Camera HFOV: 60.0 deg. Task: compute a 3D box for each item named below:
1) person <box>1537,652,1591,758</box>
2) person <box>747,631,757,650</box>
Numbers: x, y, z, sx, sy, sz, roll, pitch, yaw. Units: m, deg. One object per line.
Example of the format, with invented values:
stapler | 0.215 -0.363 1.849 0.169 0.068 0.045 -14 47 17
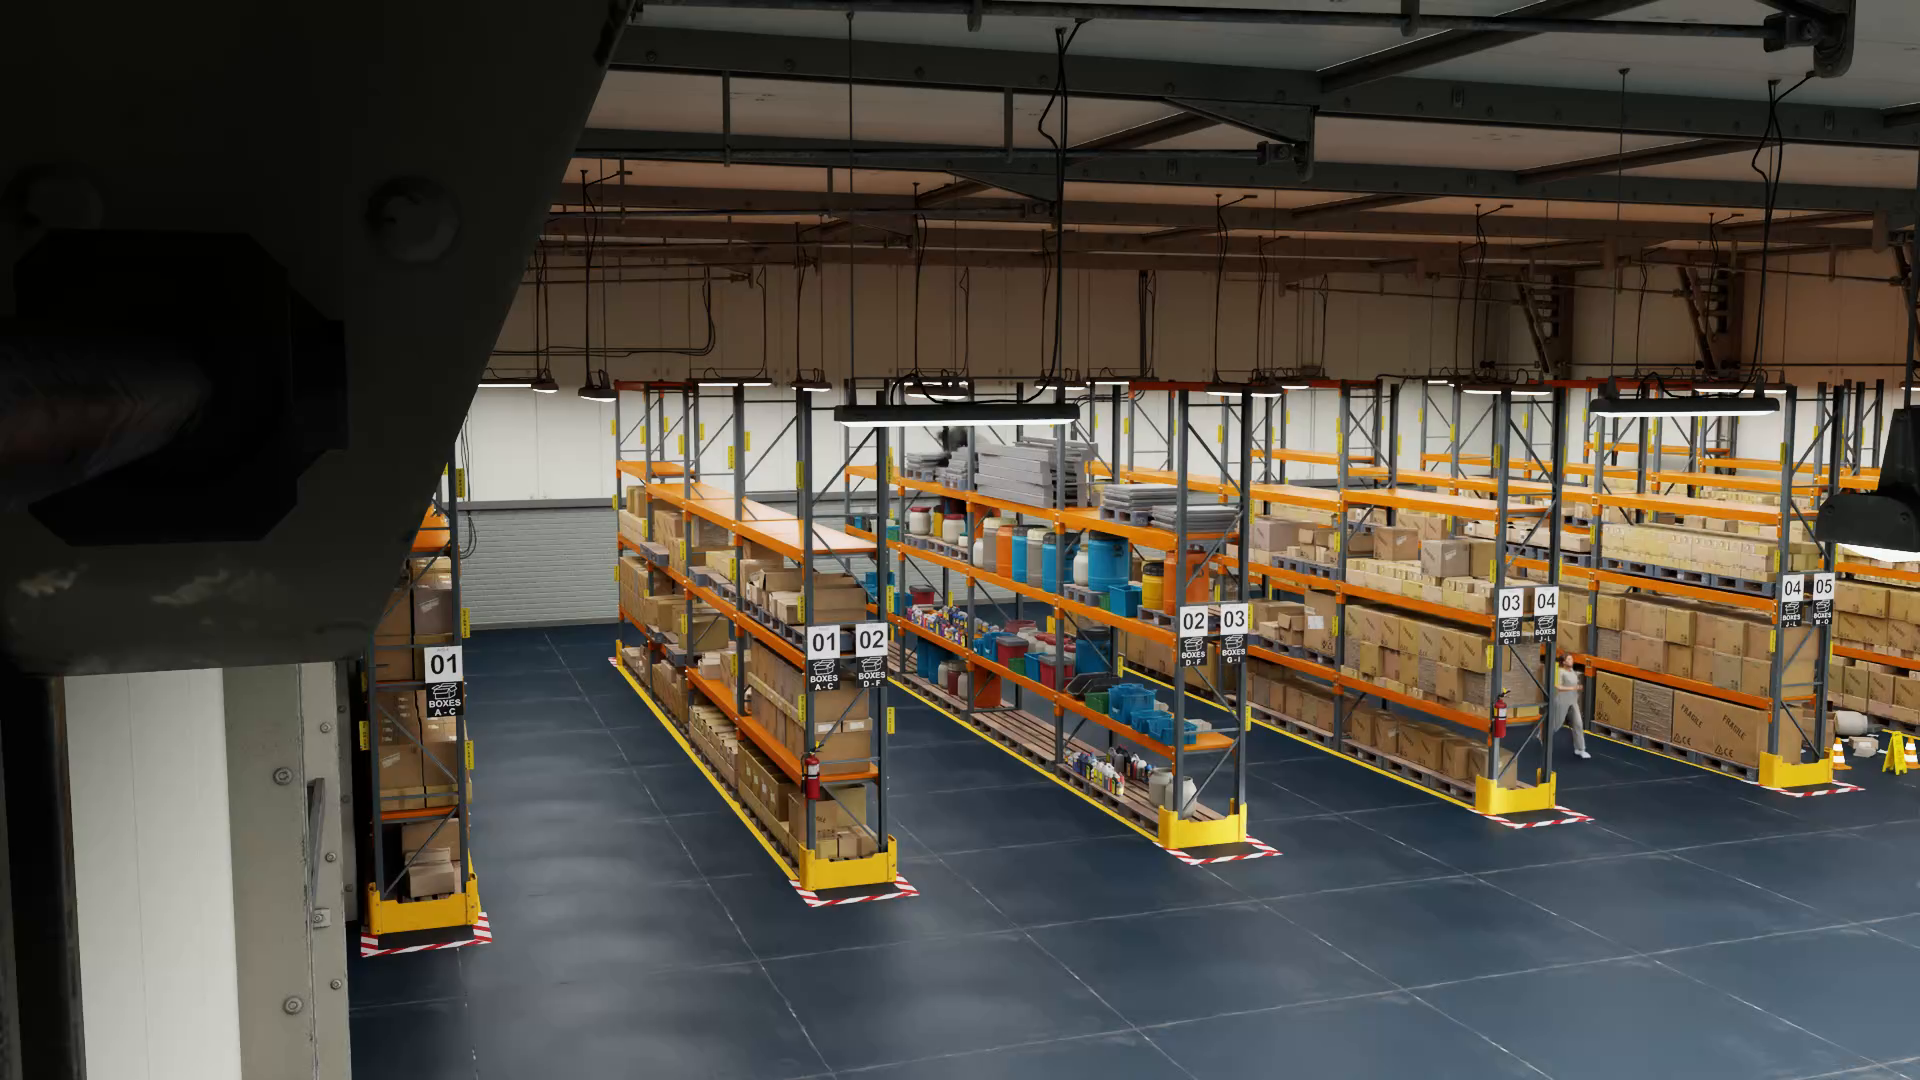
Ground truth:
person | 9.804 2.634 26.899 0.563 1.656 0.968 -4 7 -30
person | -4.404 1.822 34.510 0.685 1.796 0.622 -3 7 -26
